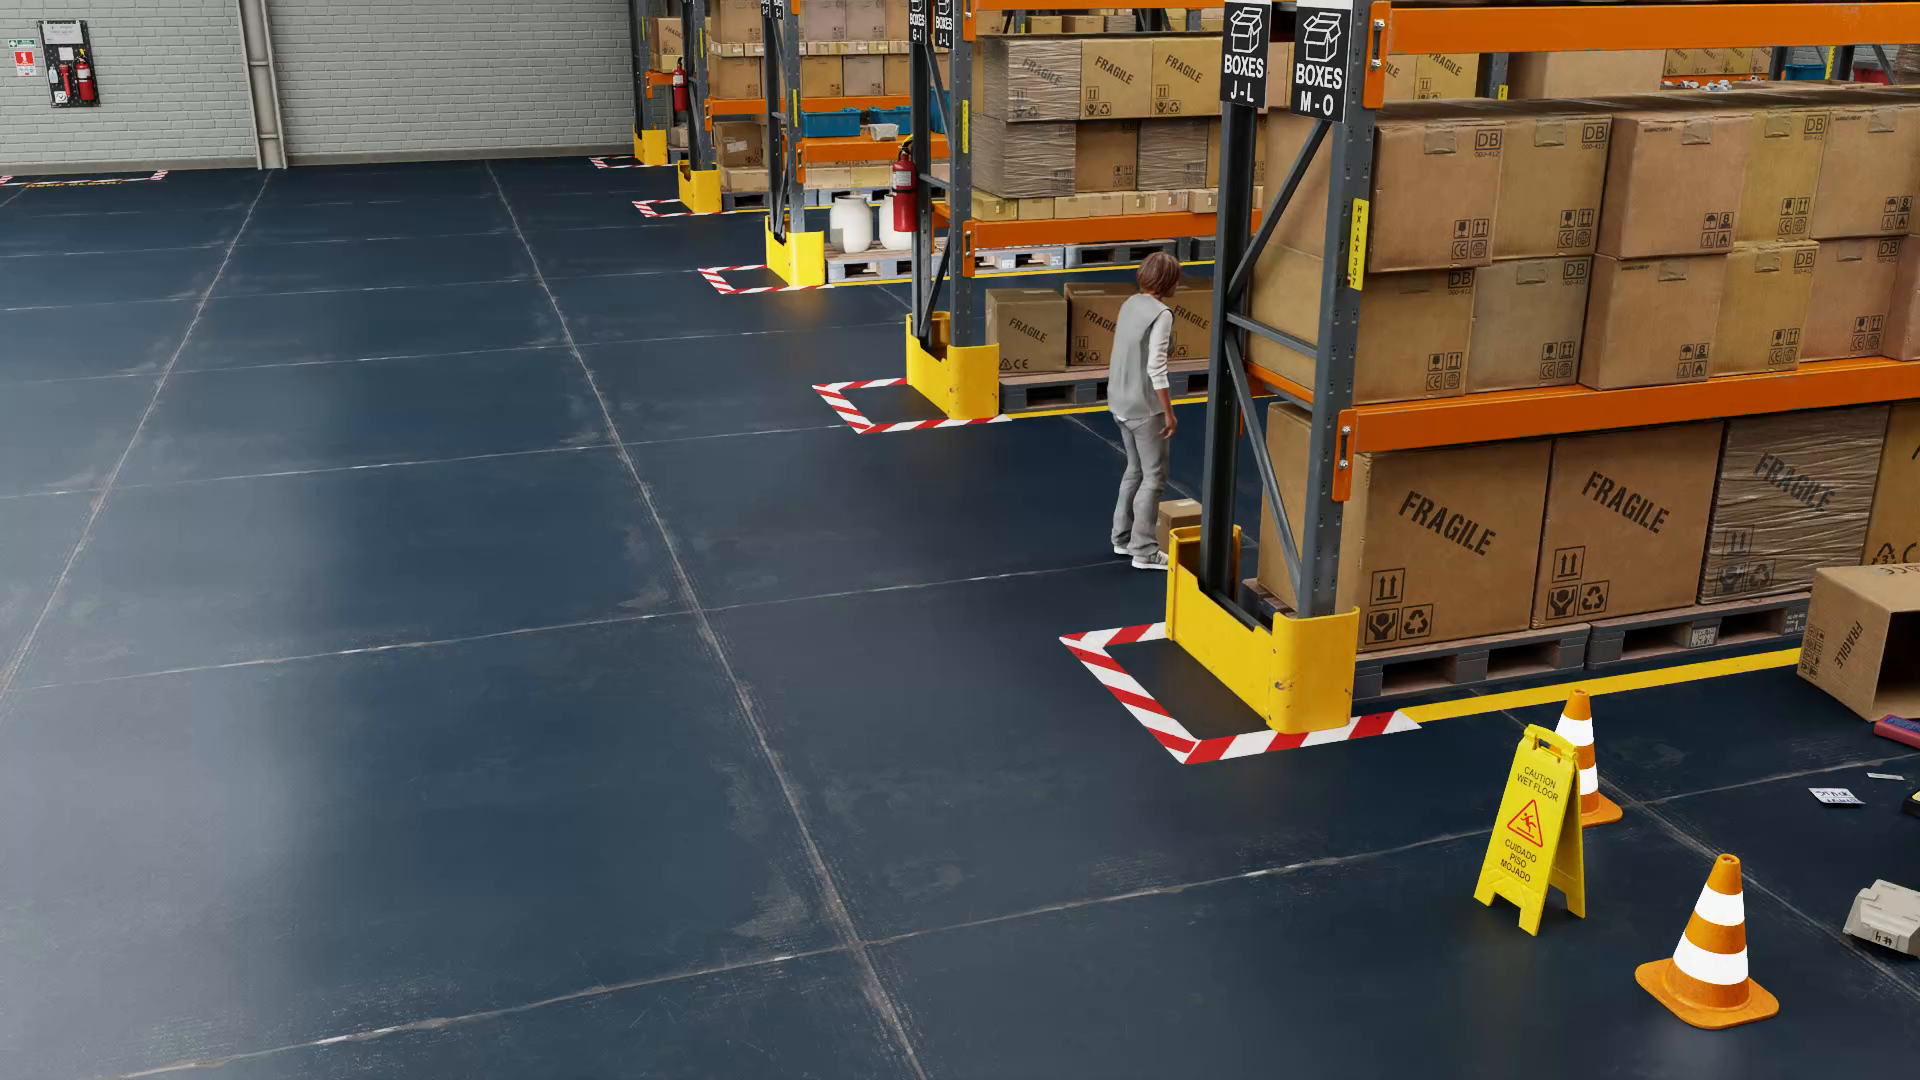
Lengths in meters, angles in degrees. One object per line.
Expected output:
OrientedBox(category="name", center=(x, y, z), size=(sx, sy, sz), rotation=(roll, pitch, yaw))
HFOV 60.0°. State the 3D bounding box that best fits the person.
OrientedBox(category="person", center=(0.938, -0.658, 8.440), size=(0.345, 1.593, 0.479), rotation=(-7, 21, -19))
